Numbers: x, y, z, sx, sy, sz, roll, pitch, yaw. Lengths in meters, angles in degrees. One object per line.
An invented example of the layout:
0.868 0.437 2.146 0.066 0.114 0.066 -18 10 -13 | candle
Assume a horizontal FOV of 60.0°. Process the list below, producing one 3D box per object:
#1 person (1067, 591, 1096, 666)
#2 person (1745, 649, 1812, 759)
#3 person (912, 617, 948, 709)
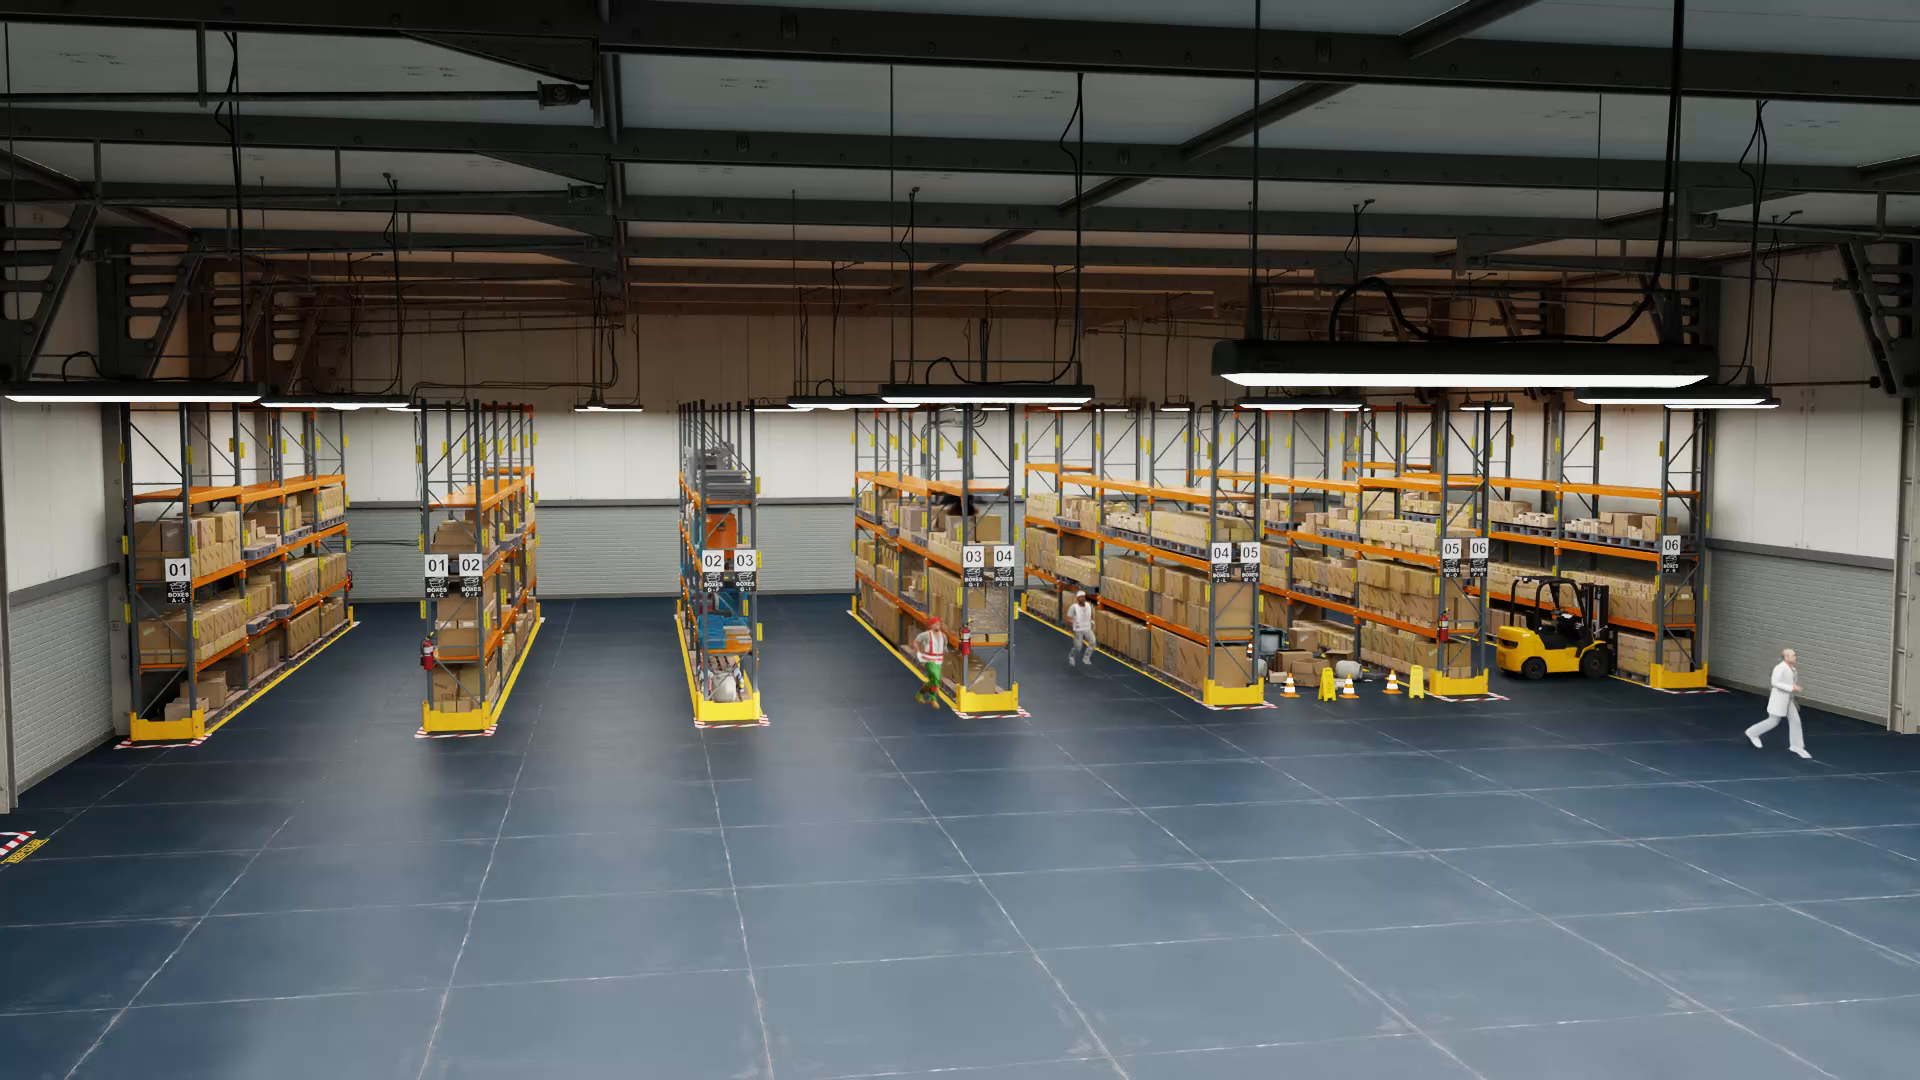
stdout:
2.692 1.956 36.547 0.696 1.682 0.839 -2 5 -20 | person
13.828 2.720 28.036 0.738 1.795 1.105 -4 6 -41 | person
-0.511 2.288 31.519 0.673 1.682 0.882 -3 5 -38 | person
